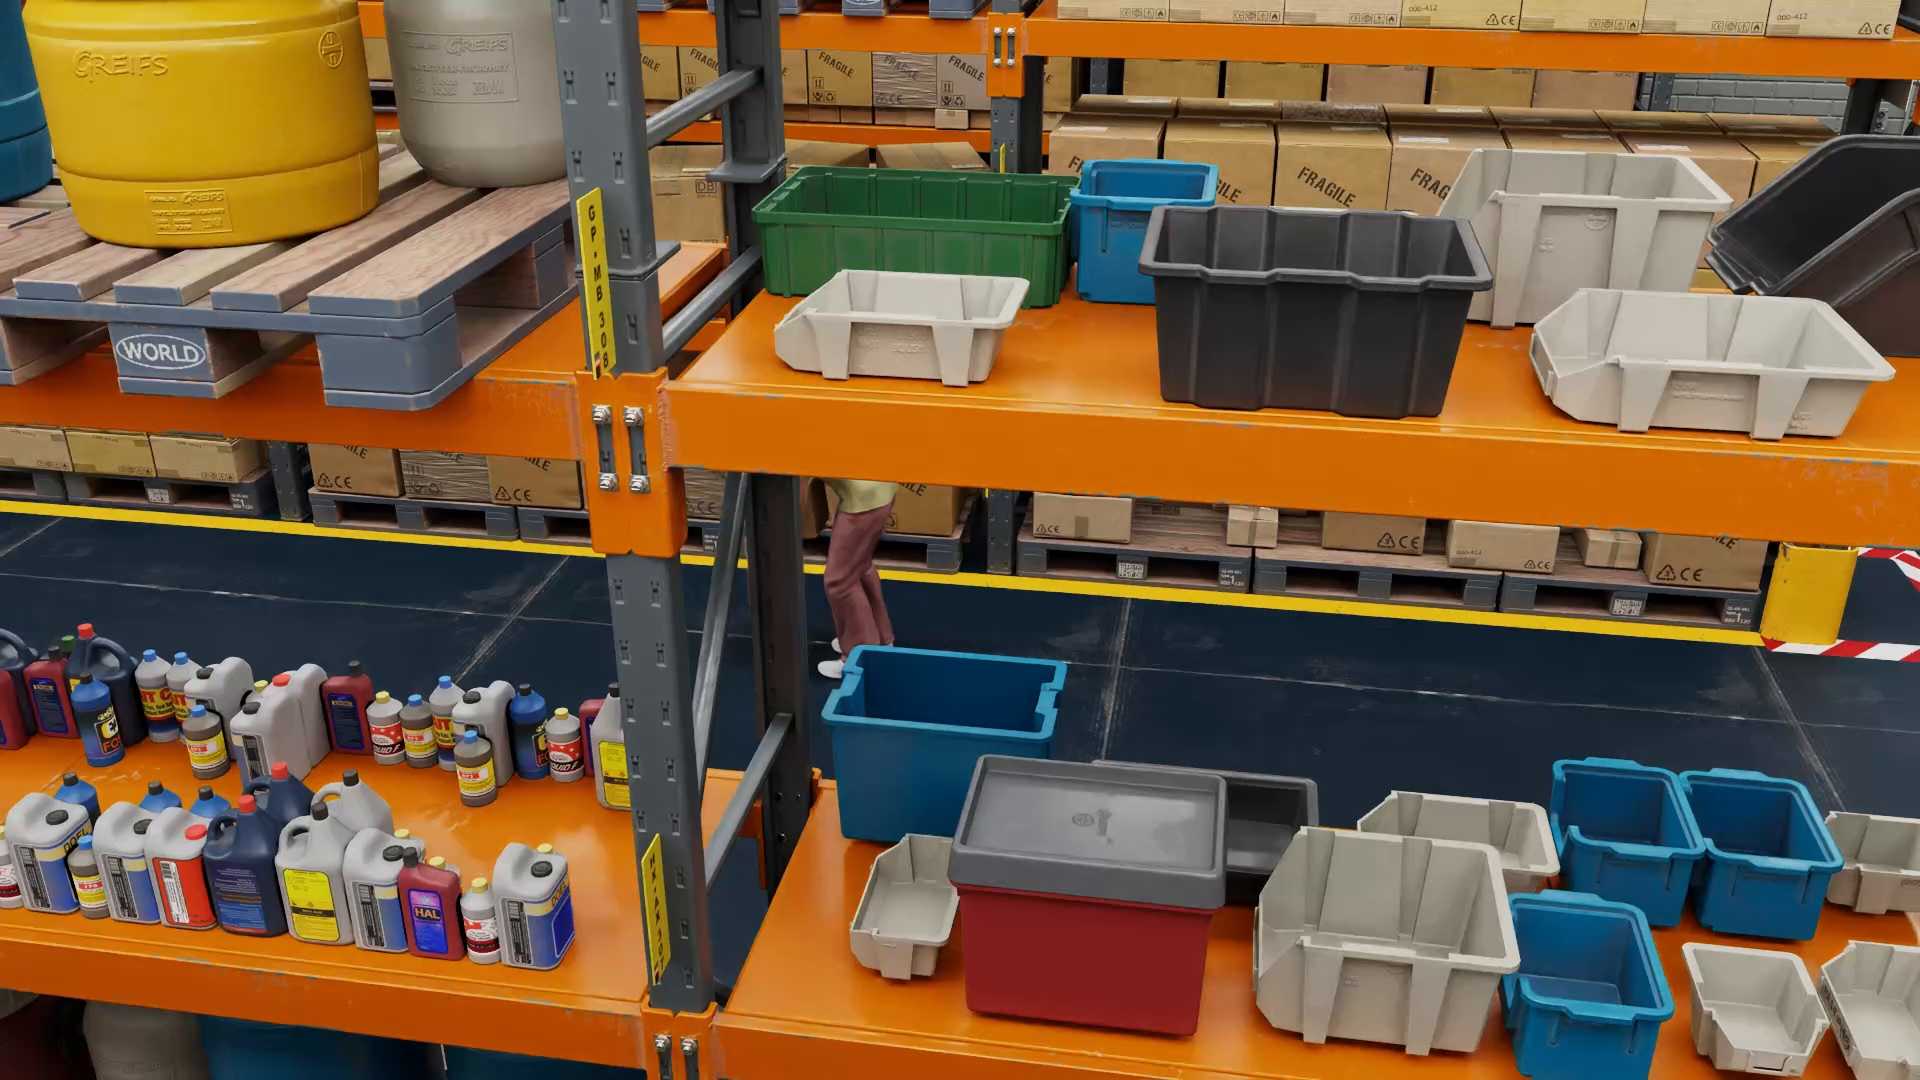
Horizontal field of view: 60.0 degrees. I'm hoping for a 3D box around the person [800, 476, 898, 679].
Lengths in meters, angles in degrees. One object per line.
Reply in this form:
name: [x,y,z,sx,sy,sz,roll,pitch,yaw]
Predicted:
person: [-0.595,-0.127,7.531,0.615,1.555,0.402,4,25,8]
